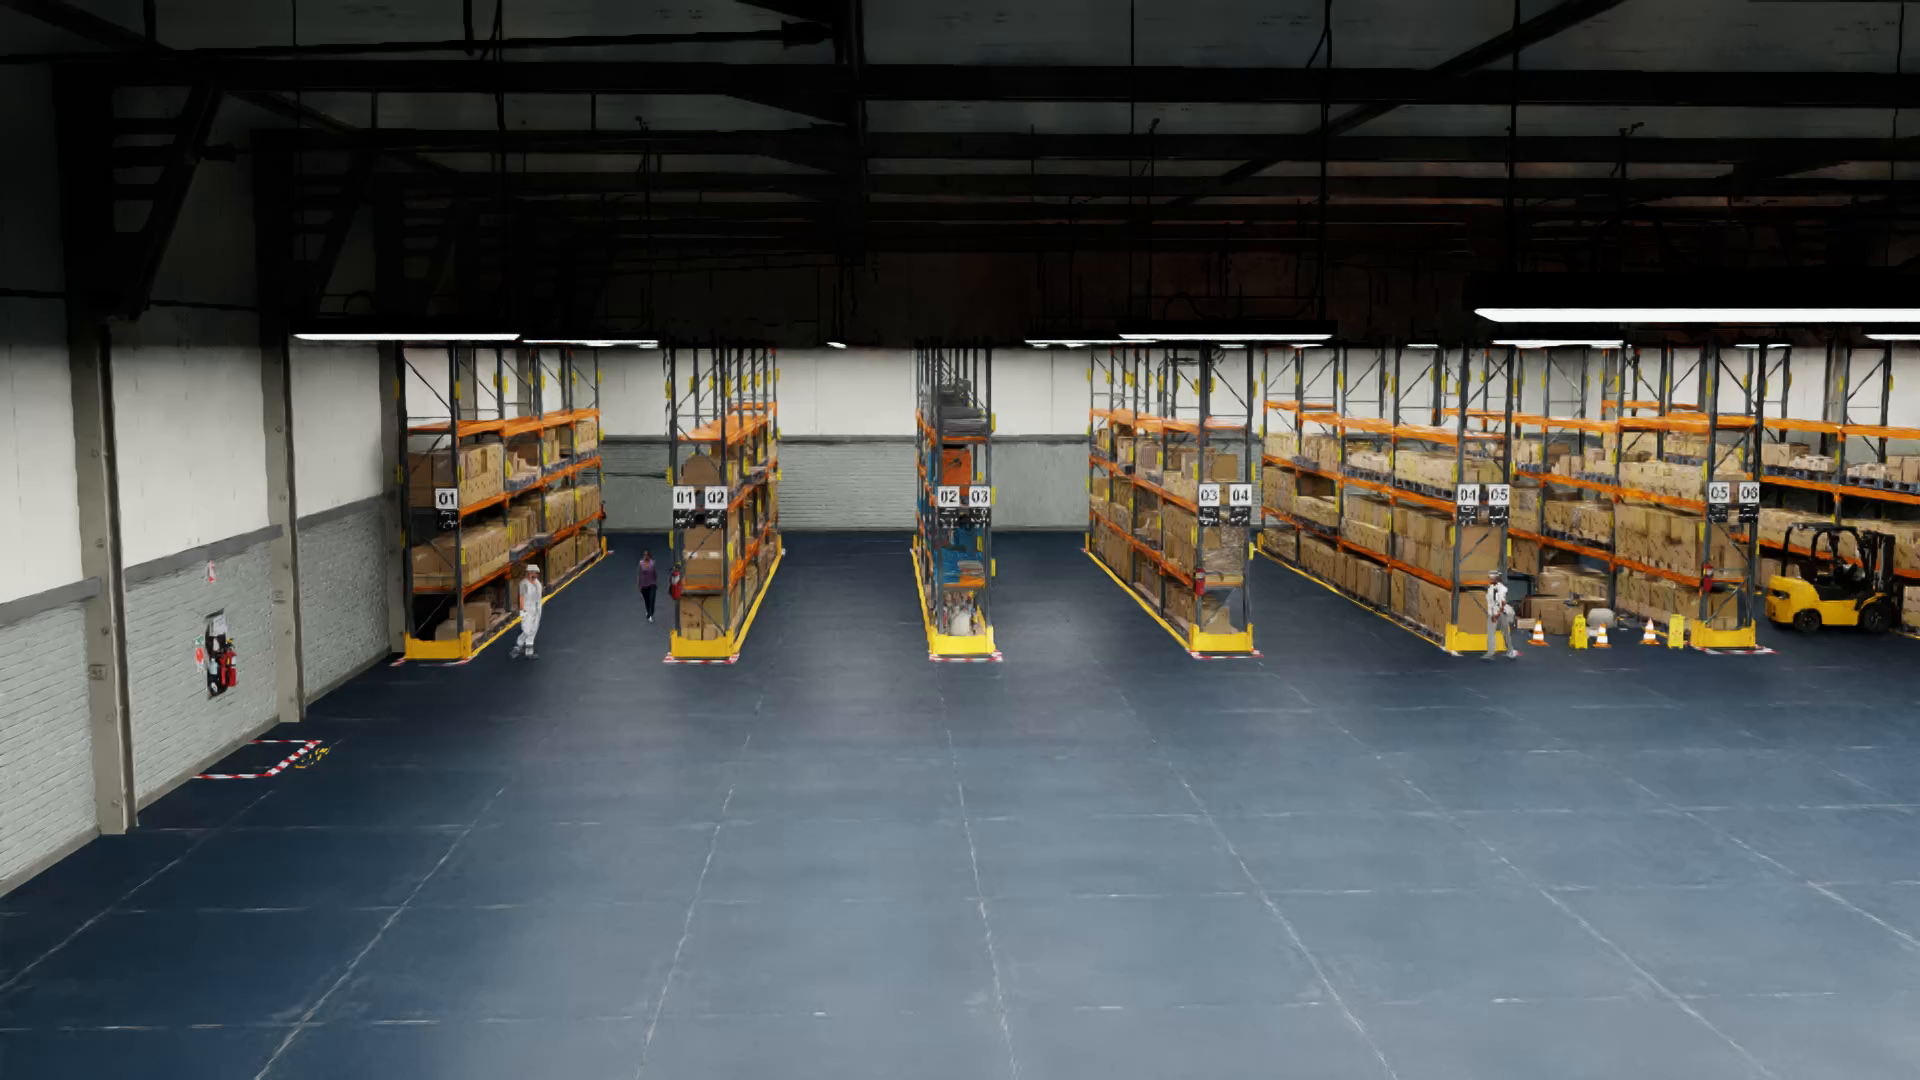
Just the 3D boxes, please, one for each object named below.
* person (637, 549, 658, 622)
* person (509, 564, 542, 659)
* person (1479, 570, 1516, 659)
[{"bbox_3d":[-6.650,0.942,35.375,0.417,1.517,1.037,0,6,0],"label":"person"},{"bbox_3d":[-8.040,1.325,30.865,0.460,1.780,0.704,4,8,33],"label":"person"},{"bbox_3d":[10.037,1.390,30.953,0.686,1.657,0.488,-4,7,-29],"label":"person"}]
